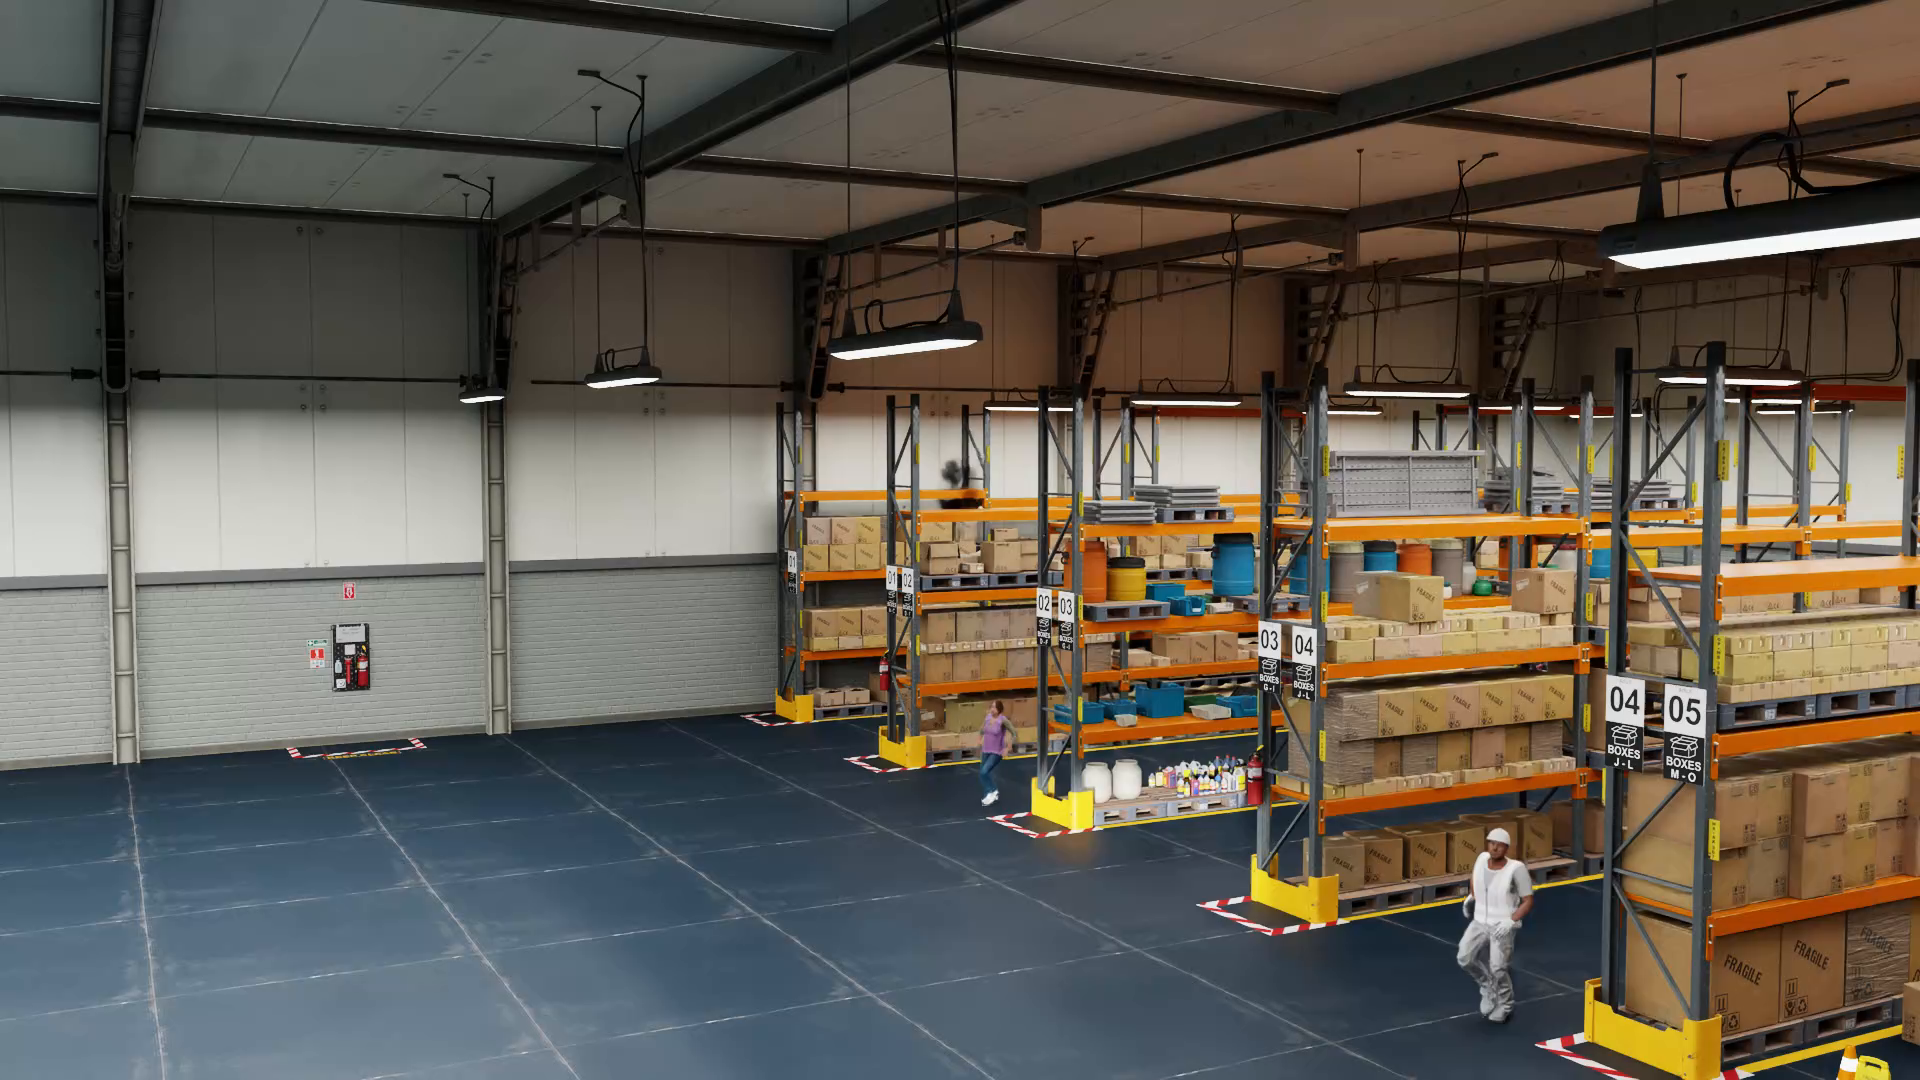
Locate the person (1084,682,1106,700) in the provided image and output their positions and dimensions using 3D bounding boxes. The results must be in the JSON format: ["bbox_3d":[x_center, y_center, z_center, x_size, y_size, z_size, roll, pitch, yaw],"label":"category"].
[{"bbox_3d":[2.529,2.581,30.798,0.719,1.749,0.576,-2,4,-34],"label":"person"}]

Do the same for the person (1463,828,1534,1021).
[{"bbox_3d":[4.792,3.443,14.916,0.468,1.741,0.708,-2,4,-37],"label":"person"}]

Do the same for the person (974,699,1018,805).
[{"bbox_3d":[0.476,3.040,23.760,0.601,1.545,0.558,3,5,44],"label":"person"}]
